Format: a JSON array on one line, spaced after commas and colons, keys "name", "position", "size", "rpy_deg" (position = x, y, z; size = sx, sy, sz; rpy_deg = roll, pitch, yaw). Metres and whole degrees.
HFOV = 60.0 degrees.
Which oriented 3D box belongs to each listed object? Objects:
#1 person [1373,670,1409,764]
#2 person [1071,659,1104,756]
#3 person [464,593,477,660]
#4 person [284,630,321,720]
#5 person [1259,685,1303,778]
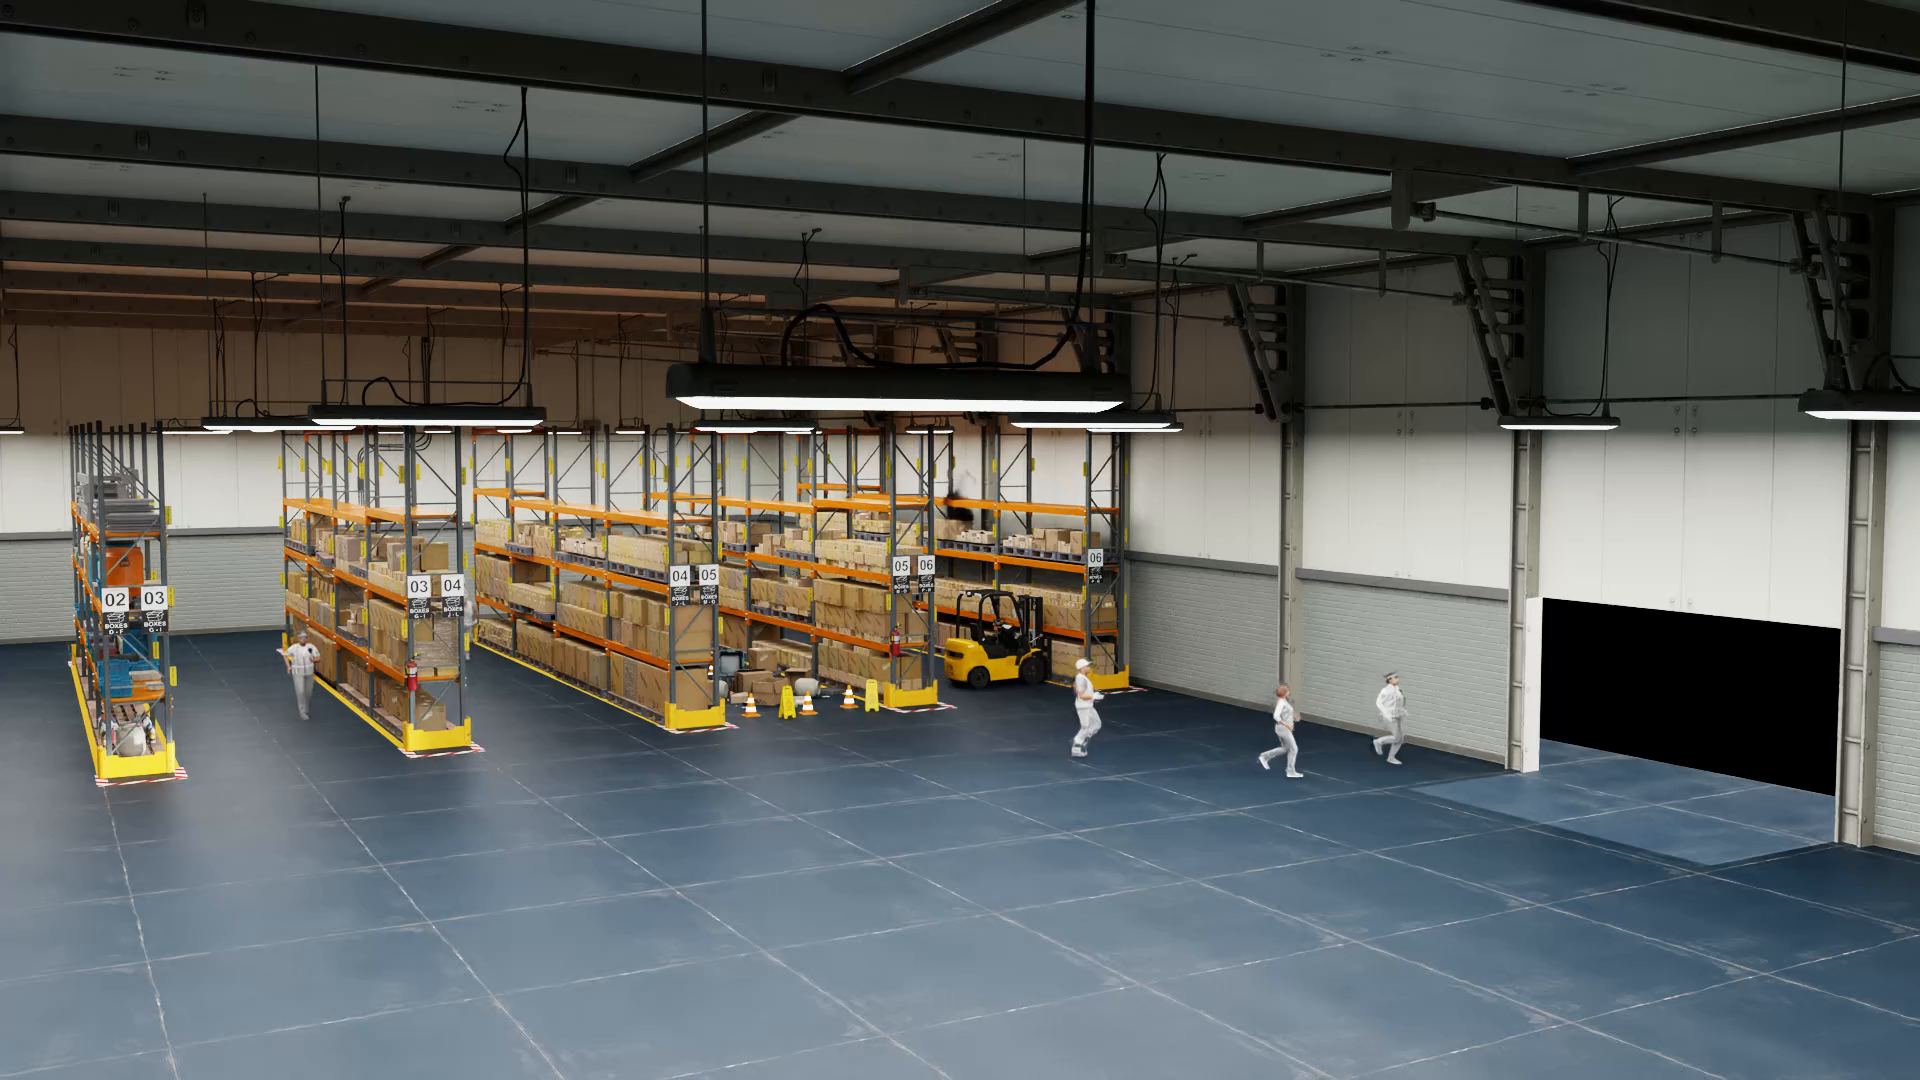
[{"name": "person", "position": [7.583, 3.100, 29.195], "size": [0.621, 1.657, 0.530], "rpy_deg": [-3, 5, -44]}, {"name": "person", "position": [2.291, 2.997, 29.697], "size": [0.609, 1.756, 0.639], "rpy_deg": [1, 4, 12]}, {"name": "person", "position": [-12.827, 2.220, 43.020], "size": [0.722, 1.734, 0.717], "rpy_deg": [-2, 4, -34]}, {"name": "person", "position": [-13.357, 2.721, 33.848], "size": [0.661, 1.773, 0.936], "rpy_deg": [-2, 4, -35]}, {"name": "person", "position": [5.402, 3.256, 27.952], "size": [0.743, 1.472, 0.546], "rpy_deg": [1, 4, 9]}]
